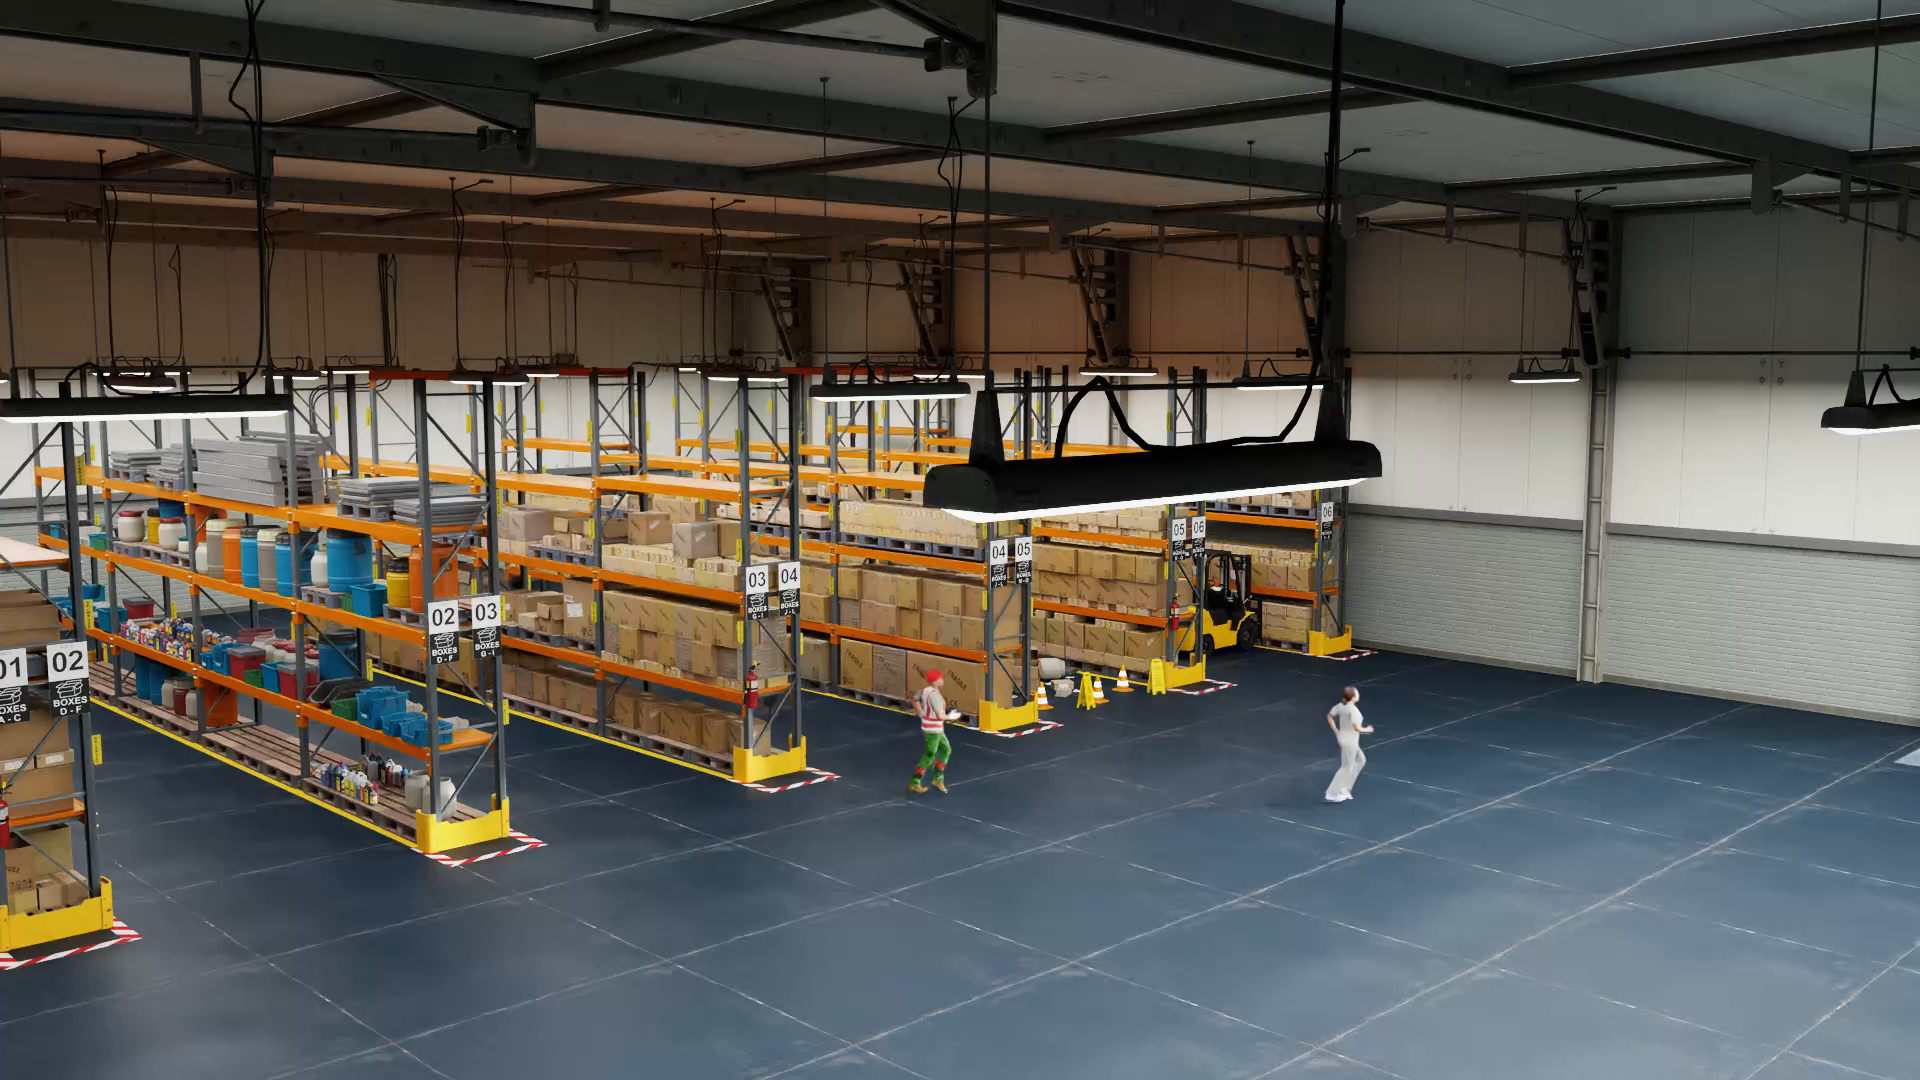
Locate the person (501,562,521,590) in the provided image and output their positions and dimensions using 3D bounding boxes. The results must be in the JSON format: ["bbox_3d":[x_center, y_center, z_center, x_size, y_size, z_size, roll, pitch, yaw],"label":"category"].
[{"bbox_3d":[-11.058,0.836,40.844,1.034,1.711,0.761,0,6,2],"label":"person"}]

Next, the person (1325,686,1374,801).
[{"bbox_3d":[5.480,2.871,23.395,0.672,1.662,0.557,-1,7,-9],"label":"person"}]

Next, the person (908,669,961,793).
[{"bbox_3d":[-0.380,2.764,23.851,0.768,1.844,0.677,-1,7,-9],"label":"person"}]

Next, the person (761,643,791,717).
[{"bbox_3d":[-3.176,2.270,28.896,0.541,1.623,0.587,4,8,35],"label":"person"}]
